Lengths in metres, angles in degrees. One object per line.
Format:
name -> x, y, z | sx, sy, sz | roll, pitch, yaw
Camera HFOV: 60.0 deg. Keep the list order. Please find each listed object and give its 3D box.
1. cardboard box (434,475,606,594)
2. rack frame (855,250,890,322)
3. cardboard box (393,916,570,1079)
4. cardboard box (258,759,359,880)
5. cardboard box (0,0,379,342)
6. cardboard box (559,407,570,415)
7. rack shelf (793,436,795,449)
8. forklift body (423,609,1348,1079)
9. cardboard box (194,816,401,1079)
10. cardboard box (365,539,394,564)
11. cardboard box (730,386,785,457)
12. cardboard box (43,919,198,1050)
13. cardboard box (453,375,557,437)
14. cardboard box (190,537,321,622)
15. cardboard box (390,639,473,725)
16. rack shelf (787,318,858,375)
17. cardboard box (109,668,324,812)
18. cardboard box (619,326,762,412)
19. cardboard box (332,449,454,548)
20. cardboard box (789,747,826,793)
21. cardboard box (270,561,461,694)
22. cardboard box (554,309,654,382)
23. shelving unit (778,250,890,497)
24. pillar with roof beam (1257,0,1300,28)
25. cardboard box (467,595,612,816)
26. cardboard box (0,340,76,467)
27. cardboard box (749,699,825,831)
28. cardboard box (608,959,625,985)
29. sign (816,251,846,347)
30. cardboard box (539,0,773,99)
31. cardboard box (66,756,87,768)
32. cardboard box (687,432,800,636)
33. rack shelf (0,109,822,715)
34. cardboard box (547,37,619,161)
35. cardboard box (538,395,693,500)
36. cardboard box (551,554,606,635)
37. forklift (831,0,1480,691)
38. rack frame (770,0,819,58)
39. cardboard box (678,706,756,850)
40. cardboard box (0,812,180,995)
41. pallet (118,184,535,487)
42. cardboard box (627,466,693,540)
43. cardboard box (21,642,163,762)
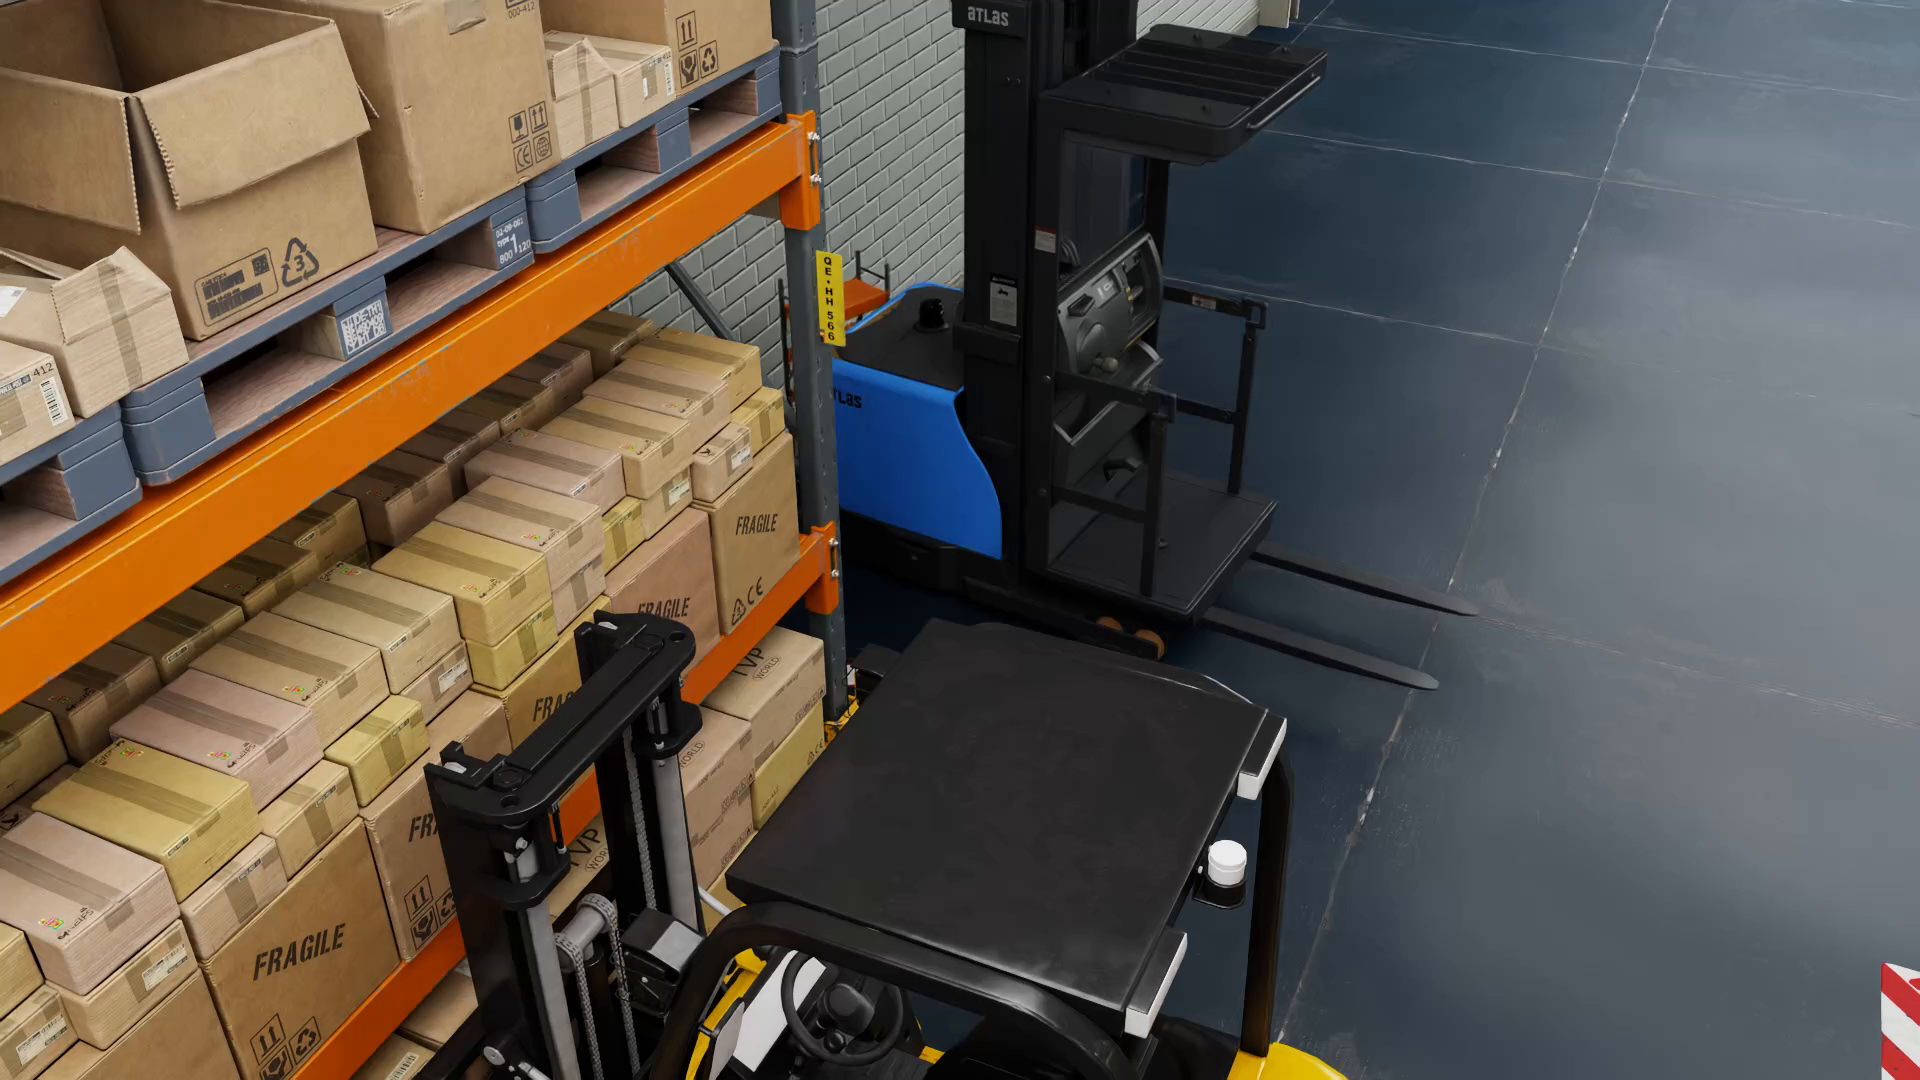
cardboard box -> -1.211, -0.019, 4.589 | 0.380, 0.149, 0.250 | 15, 36, 22
rack frame -> -0.431, -0.888, 8.509 | 0.015, 1.200, 0.240 | -28, 42, -35
cardboard box -> -1.451, 1.280, 4.774 | 0.500, 0.250, 0.500 | 13, 36, 20
cardboard box -> -1.652, 0.613, 3.896 | 0.380, 0.149, 0.250 | 13, 35, 19
cardboard box -> -1.675, -0.805, 3.439 | 0.797, 0.503, 0.637 | 15, 36, 22
cardboard box -> -1.336, -0.403, 5.446 | 0.380, 0.149, 0.250 | 14, 36, 20
rack shelf -> -0.607, -0.573, 8.513 | 0.480, 0.148, 0.258 | -28, 42, -35
forklift body -> -0.049, 1.381, 4.182 | 2.313, 2.155, 1.214 | 14, 36, 20
cardboard box -> -1.750, 0.937, 3.994 | 0.500, 0.500, 0.500 | 14, 36, 20
cardboard box -> -1.783, -0.051, 4.909 | 0.380, 0.149, 0.250 | 15, 36, 21
cardboard box -> -0.803, -0.413, 5.461 | 0.380, 0.149, 0.250 | 15, 36, 21
cardboard box -> -1.853, 0.873, 3.501 | 0.380, 0.149, 0.250 | 15, 36, 22
cardboard box -> -1.485, -0.398, 5.168 | 0.380, 0.149, 0.250 | 15, 36, 21
cardboard box -> -1.920, 0.108, 4.396 | 0.380, 0.149, 0.250 | 14, 36, 21
cardboard box -> -1.504, 0.336, 4.320 | 0.380, 0.149, 0.250 | 14, 36, 20
rack shelf -> -0.608, -0.926, 8.283 | 0.480, 0.148, 0.258 | -28, 42, -35
cardboard box -> -1.716, 0.468, 3.847 | 0.380, 0.149, 0.250 | 14, 36, 20
cardboard box -> -0.871, -0.547, 5.395 | 0.380, 0.149, 0.250 | 14, 36, 21
cardboard box -> -1.690, -0.142, 4.776 | 0.380, 0.149, 0.250 | 15, 36, 22
cardboard box -> -0.822, 0.944, 6.199 | 0.500, 0.250, 0.500 | 14, 36, 21
cardboard box -> -1.508, 0.218, 4.228 | 0.380, 0.149, 0.250 | 15, 36, 21
cardboard box -> -1.247, -0.656, 5.560 | 0.380, 0.149, 0.250 | 13, 36, 20
shelving unit -> -0.607, -0.795, 8.368 | 0.503, 1.200, 0.258 | -28, 42, -35
pillar with roof beam -> 6.908, -7.694, 11.777 | 9.100, 9.000, 0.400 | 14, 36, 20
cardboard box -> -1.320, 0.439, 4.754 | 0.500, 0.500, 0.500 | 13, 36, 20
cardboard box -> -1.801, -0.248, 2.912 | 0.380, 0.149, 0.250 | 15, 36, 22
cardboard box -> -0.832, 0.743, 6.050 | 0.500, 0.250, 0.500 | 14, 36, 20
cardboard box -> -1.249, 1.252, 5.274 | 0.500, 0.250, 0.500 | 13, 36, 19
sign -> -0.426, -0.788, 5.445 | 0.100, 0.325, 0.005 | 14, 36, 20
cardboard box -> -0.877, -1.574, 4.614 | 0.500, 0.500, 0.500 | 15, 36, 22
cardboard box -> -2.149, 0.480, 4.100 | 0.380, 0.149, 0.250 | 14, 36, 20
cardboard box -> -0.880, -0.073, 5.535 | 0.500, 0.500, 0.500 | 13, 36, 19
rack shelf -> -1.749, -0.294, 3.883 | 1.077, 0.370, 4.000 | 14, 36, 20
cardboard box -> -1.090, -1.143, 4.171 | 0.396, 0.266, 0.258 | 14, 36, 21
cardboard box -> -1.031, -0.281, 4.989 | 0.380, 0.149, 0.250 | 15, 36, 22
cardboard box -> -1.230, 0.101, 4.677 | 0.380, 0.149, 0.250 | 13, 35, 19
forklift -> 0.831, -0.993, 7.091 | 3.031, 2.935, 1.130 | 18, 37, 25
rack frame -> -0.913, -2.845, 4.383 | 1.000, 3.000, 0.127 | 14, 36, 20
cardboard box -> -1.030, 0.776, 5.543 | 0.500, 0.250, 0.500 | 15, 36, 21
cardboard box -> -1.856, 0.743, 3.428 | 0.380, 0.149, 0.250 | 15, 36, 22
pallet -> -1.741, -0.598, 3.771 | 1.003, 0.211, 1.213 | 14, 36, 20
cardboard box -> -1.047, -0.163, 5.081 | 0.380, 0.149, 0.250 | 15, 36, 21
cardboard box -> -2.162, 0.360, 4.012 | 0.380, 0.149, 0.250 | 14, 36, 20
